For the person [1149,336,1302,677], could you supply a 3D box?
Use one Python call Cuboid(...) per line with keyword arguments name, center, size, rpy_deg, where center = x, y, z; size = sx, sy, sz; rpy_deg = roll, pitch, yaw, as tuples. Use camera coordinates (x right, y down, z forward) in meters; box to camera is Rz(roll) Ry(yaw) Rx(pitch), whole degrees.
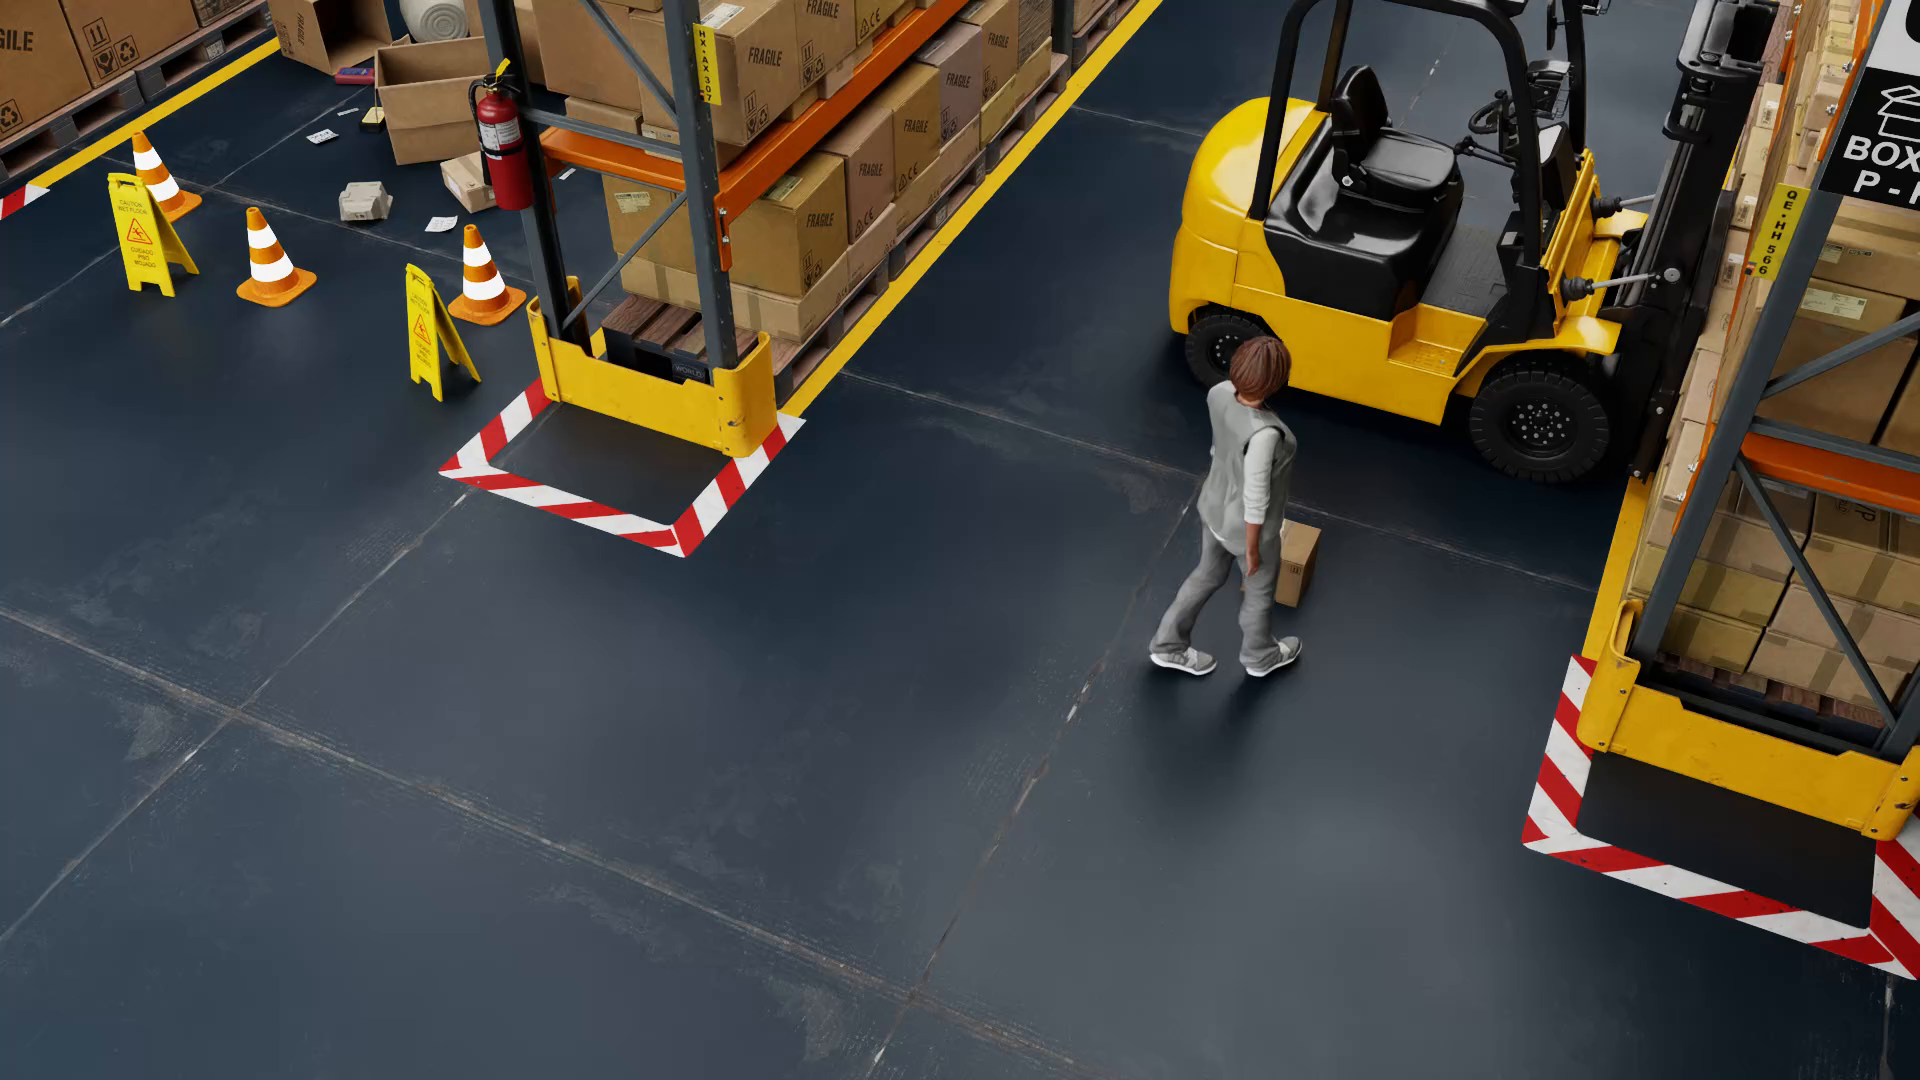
Cuboid(name="person", center=(1.080, -0.091, 6.262), size=(0.627, 1.589, 0.426), rpy_deg=(-15, 45, -15))
